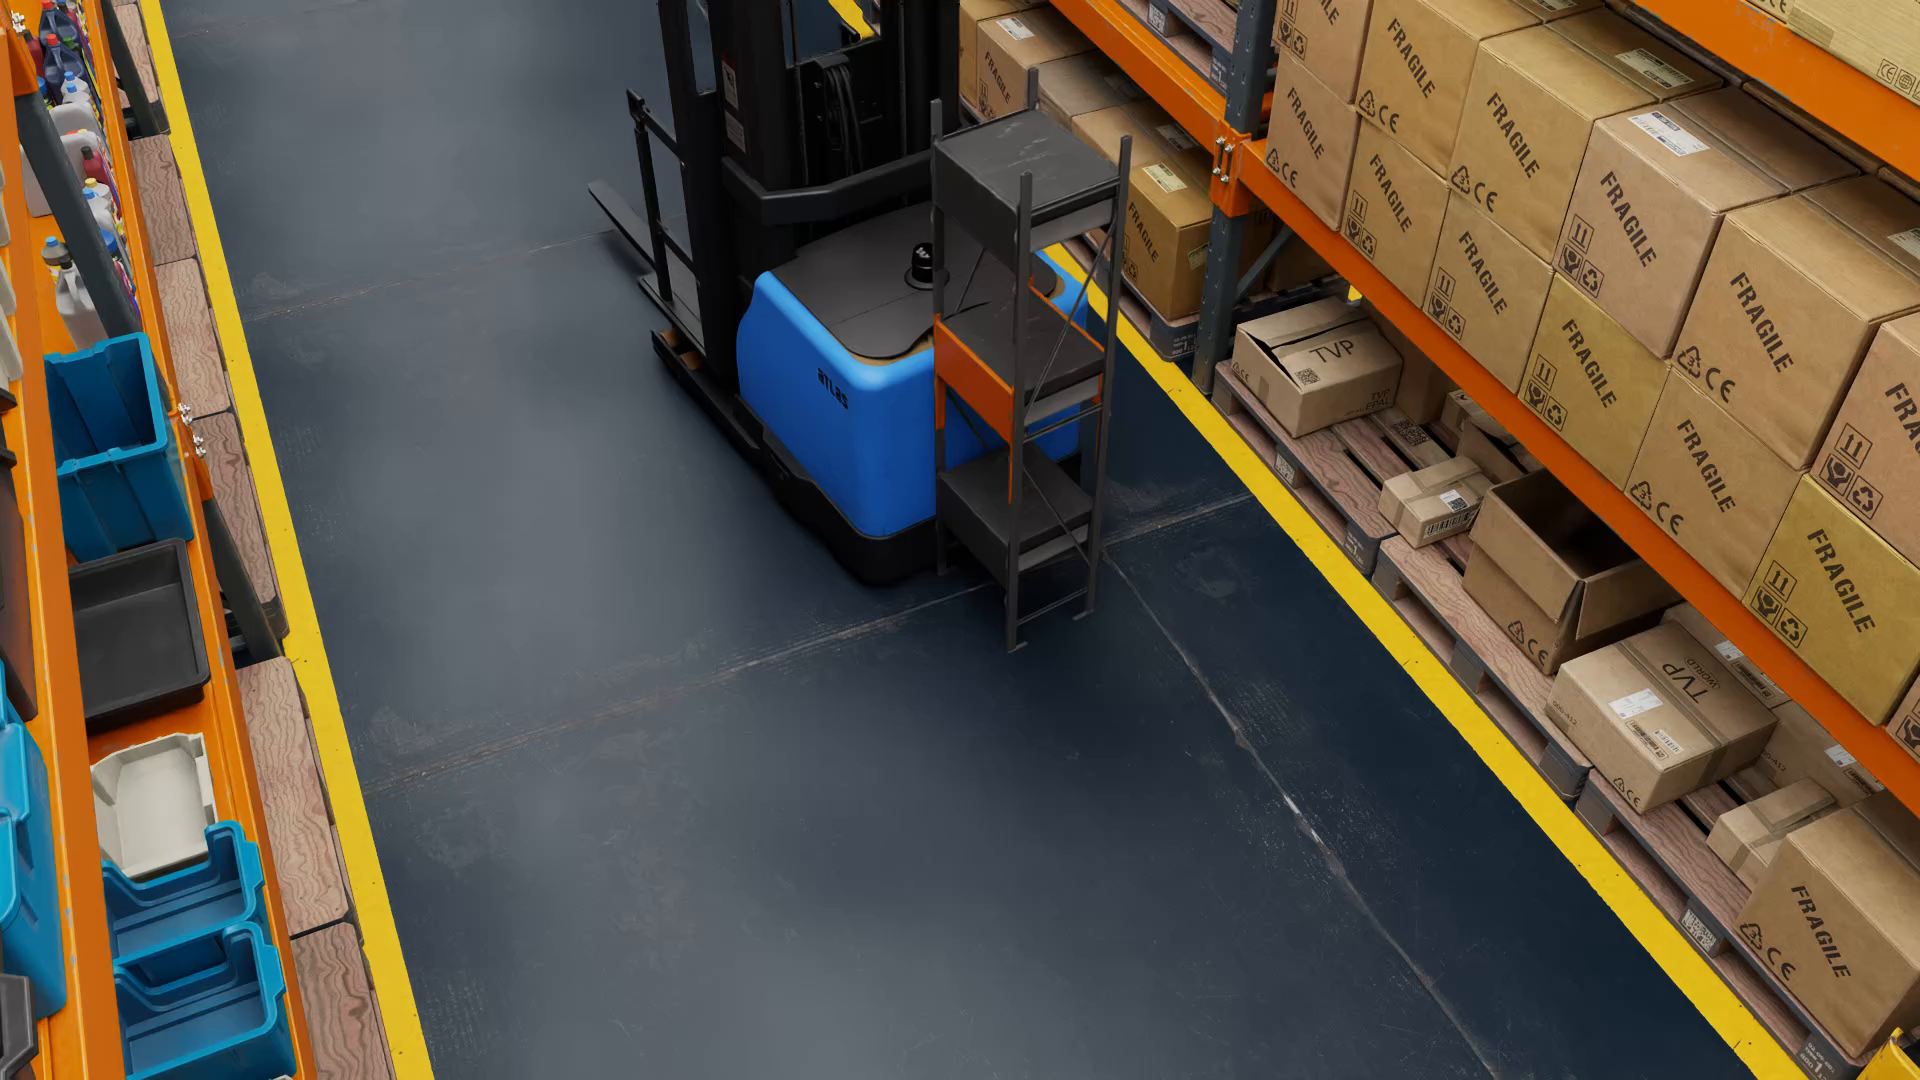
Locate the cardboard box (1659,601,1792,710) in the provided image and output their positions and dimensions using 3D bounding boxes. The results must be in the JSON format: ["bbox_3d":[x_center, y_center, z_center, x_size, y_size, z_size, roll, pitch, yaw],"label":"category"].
[{"bbox_3d":[2.806,0.415,5.839,0.500,0.250,0.500,-18,47,-17],"label":"cardboard box"}]

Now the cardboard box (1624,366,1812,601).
[{"bbox_3d":[2.336,-0.230,4.776,0.500,0.500,0.500,-18,47,-17],"label":"cardboard box"}]

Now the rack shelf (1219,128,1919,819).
[{"bbox_3d":[2.356,-0.358,5.490,1.077,0.370,4.000,-18,47,-17],"label":"rack shelf"}]

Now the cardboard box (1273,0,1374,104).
[{"bbox_3d":[1.458,-1.897,5.754,0.500,0.500,0.500,-17,47,-16],"label":"cardboard box"}]

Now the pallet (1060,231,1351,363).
[{"bbox_3d":[1.139,-1.404,8.022,1.003,0.211,1.213,-18,47,-17],"label":"pallet"}]

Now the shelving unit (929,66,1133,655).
[{"bbox_3d":[0.213,-0.536,5.798,0.431,2.100,0.503,-25,50,-23],"label":"shelving unit"}]

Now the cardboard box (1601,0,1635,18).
[{"bbox_3d":[2.181,-1.709,5.563,0.500,0.500,0.500,-19,48,-18],"label":"cardboard box"}]

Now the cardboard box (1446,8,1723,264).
[{"bbox_3d":[1.891,-1.241,5.089,0.500,0.500,0.500,-19,48,-19],"label":"cardboard box"}]

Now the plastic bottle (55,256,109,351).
[{"bbox_3d":[-2.851,-0.757,5.416,0.144,0.351,0.185,-18,47,-17],"label":"plastic bottle"}]

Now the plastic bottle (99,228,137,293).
[{"bbox_3d":[-2.910,-0.958,5.676,0.097,0.271,0.097,0,45,0],"label":"plastic bottle"}]

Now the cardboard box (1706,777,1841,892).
[{"bbox_3d":[2.657,0.954,5.352,0.380,0.166,0.250,-18,47,-17],"label":"cardboard box"}]

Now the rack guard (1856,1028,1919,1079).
[{"bbox_3d":[3.165,1.501,4.872,1.175,0.500,0.348,-18,47,-17],"label":"rack guard"}]

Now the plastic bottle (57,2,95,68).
[{"bbox_3d":[-3.624,-2.076,6.801,0.061,0.283,0.133,-18,47,-17],"label":"plastic bottle"}]

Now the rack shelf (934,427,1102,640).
[{"bbox_3d":[0.213,-0.028,6.299,0.431,0.518,0.480,-25,50,-23],"label":"rack shelf"}]

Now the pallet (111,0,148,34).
[{"bbox_3d":[-5.462,-3.266,9.910,1.003,0.211,1.213,-18,47,-17],"label":"pallet"}]

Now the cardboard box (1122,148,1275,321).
[{"bbox_3d":[1.048,-1.386,7.485,0.500,0.500,0.500,-18,47,-18],"label":"cardboard box"}]

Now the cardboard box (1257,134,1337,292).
[{"bbox_3d":[1.533,-1.536,7.638,0.500,0.500,0.500,-20,48,-19],"label":"cardboard box"}]

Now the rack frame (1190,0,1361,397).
[{"bbox_3d":[1.515,-1.889,6.529,1.000,3.000,0.127,-18,47,-17],"label":"rack frame"}]

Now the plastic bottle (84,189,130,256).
[{"bbox_3d":[-3.007,-1.105,5.826,0.097,0.271,0.097,0,45,0],"label":"plastic bottle"}]

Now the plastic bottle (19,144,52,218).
[{"bbox_3d":[-3.357,-1.337,6.058,0.152,0.276,0.135,-18,47,-17],"label":"plastic bottle"}]

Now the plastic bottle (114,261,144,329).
[{"bbox_3d":[-2.804,-0.832,5.540,0.061,0.283,0.133,-18,47,-17],"label":"plastic bottle"}]

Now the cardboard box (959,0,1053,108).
[{"bbox_3d":[0.197,-2.677,8.794,0.500,0.500,0.500,-19,48,-18],"label":"cardboard box"}]

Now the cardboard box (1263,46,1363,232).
[{"bbox_3d":[1.483,-1.519,6.083,0.500,0.500,0.500,-17,47,-16],"label":"cardboard box"}]

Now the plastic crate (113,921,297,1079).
[{"bbox_3d":[-1.657,1.065,3.611,0.416,0.233,0.300,-18,47,-17],"label":"plastic crate"}]

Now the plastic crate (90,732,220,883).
[{"bbox_3d":[-1.975,0.665,4.086,0.293,0.136,0.466,-18,47,-17],"label":"plastic crate"}]

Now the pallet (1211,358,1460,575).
[{"bbox_3d":[1.803,-0.458,7.064,1.003,0.211,1.213,-18,47,-17],"label":"pallet"}]

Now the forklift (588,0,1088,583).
[{"bbox_3d":[-0.732,-1.886,6.575,1.130,2.935,3.031,-25,50,-23],"label":"forklift"}]

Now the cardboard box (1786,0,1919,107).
[{"bbox_3d":[2.320,-1.240,3.843,0.500,0.250,0.500,-18,47,-17],"label":"cardboard box"}]

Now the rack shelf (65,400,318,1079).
[{"bbox_3d":[-2.139,1.102,4.010,1.077,0.370,4.000,-18,47,-17],"label":"rack shelf"}]

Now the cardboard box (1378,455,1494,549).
[{"bbox_3d":[1.868,-0.157,6.478,0.380,0.166,0.250,-18,47,-17],"label":"cardboard box"}]

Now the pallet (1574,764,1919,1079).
[{"bbox_3d":[2.829,1.097,5.489,1.003,0.211,1.213,-18,47,-17],"label":"pallet"}]

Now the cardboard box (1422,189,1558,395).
[{"bbox_3d":[1.909,-0.874,5.429,0.500,0.500,0.500,-18,47,-18],"label":"cardboard box"}]

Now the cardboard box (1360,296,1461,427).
[{"bbox_3d":[2.012,-0.877,6.969,0.500,0.500,0.500,-18,47,-17],"label":"cardboard box"}]

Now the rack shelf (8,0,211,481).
[{"bbox_3d":[-3.821,-1.447,6.593,1.077,0.370,4.000,-18,47,-17],"label":"rack shelf"}]

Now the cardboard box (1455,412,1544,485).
[{"bbox_3d":[2.328,-0.331,6.551,0.500,0.311,0.500,-18,47,-17],"label":"cardboard box"}]

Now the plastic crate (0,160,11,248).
[{"bbox_3d":[-2.100,-0.704,3.380,0.293,0.136,0.466,-18,47,-17],"label":"plastic crate"}]

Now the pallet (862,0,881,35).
[{"bbox_3d":[0.113,-2.958,9.598,1.003,0.211,1.213,-18,47,-17],"label":"pallet"}]

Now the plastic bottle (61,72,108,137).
[{"bbox_3d":[-3.381,-1.672,6.401,0.097,0.271,0.097,0,45,0],"label":"plastic bottle"}]

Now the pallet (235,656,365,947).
[{"bbox_3d":[-2.636,1.021,5.565,1.003,0.211,1.213,-18,47,-17],"label":"pallet"}]

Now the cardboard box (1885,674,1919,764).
[{"bbox_3d":[2.762,0.419,4.118,0.500,0.500,0.500,-17,47,-16],"label":"cardboard box"}]

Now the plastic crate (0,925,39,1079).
[{"bbox_3d":[-1.207,0.772,1.790,0.497,0.269,0.590,-18,47,-17],"label":"plastic crate"}]

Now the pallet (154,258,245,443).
[{"bbox_3d":[-3.784,-0.719,7.328,1.003,0.211,1.213,-18,47,-17],"label":"pallet"}]

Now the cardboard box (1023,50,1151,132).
[{"bbox_3d":[0.637,-2.023,8.131,0.500,0.500,0.500,-17,47,-17],"label":"cardboard box"}]

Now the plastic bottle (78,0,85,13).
[{"bbox_3d":[-3.853,-2.363,7.151,0.097,0.201,0.097,0,45,0],"label":"plastic bottle"}]

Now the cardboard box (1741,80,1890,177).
[{"bbox_3d":[2.603,-1.067,4.912,0.500,0.500,0.500,-18,48,-18],"label":"cardboard box"}]

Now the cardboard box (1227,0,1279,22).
[{"bbox_3d":[1.519,-2.442,6.719,0.700,0.500,0.500,-34,54,-30],"label":"cardboard box"}]

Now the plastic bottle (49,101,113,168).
[{"bbox_3d":[-3.316,-1.530,6.253,0.152,0.276,0.135,-18,47,-17],"label":"plastic bottle"}]

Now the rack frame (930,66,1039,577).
[{"bbox_3d":[0.080,-0.679,5.944,0.400,2.100,0.015,-25,50,-23],"label":"rack frame"}]

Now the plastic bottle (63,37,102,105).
[{"bbox_3d":[-3.491,-1.873,6.596,0.061,0.283,0.133,-18,47,-17],"label":"plastic bottle"}]

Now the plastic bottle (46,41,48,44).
[{"bbox_3d":[-3.546,-1.855,6.578,0.061,0.283,0.133,-18,47,-17],"label":"plastic bottle"}]

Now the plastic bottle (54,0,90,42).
[{"bbox_3d":[-3.730,-2.177,6.962,0.097,0.201,0.097,0,45,0],"label":"plastic bottle"}]

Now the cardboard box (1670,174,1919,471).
[{"bbox_3d":[2.325,-0.585,4.424,0.500,0.500,0.500,-17,47,-16],"label":"cardboard box"}]

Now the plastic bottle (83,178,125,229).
[{"bbox_3d":[-3.089,-1.205,5.977,0.097,0.201,0.097,0,45,0],"label":"plastic bottle"}]

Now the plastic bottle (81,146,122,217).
[{"bbox_3d":[-3.121,-1.313,6.028,0.061,0.283,0.133,-18,47,-17],"label":"plastic bottle"}]

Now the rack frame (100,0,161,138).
[{"bbox_3d":[-4.662,-2.978,7.632,1.000,3.000,0.127,-18,47,-17],"label":"rack frame"}]

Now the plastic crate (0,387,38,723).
[{"bbox_3d":[-1.691,0.020,2.503,0.504,0.338,0.767,-18,47,-17],"label":"plastic crate"}]
